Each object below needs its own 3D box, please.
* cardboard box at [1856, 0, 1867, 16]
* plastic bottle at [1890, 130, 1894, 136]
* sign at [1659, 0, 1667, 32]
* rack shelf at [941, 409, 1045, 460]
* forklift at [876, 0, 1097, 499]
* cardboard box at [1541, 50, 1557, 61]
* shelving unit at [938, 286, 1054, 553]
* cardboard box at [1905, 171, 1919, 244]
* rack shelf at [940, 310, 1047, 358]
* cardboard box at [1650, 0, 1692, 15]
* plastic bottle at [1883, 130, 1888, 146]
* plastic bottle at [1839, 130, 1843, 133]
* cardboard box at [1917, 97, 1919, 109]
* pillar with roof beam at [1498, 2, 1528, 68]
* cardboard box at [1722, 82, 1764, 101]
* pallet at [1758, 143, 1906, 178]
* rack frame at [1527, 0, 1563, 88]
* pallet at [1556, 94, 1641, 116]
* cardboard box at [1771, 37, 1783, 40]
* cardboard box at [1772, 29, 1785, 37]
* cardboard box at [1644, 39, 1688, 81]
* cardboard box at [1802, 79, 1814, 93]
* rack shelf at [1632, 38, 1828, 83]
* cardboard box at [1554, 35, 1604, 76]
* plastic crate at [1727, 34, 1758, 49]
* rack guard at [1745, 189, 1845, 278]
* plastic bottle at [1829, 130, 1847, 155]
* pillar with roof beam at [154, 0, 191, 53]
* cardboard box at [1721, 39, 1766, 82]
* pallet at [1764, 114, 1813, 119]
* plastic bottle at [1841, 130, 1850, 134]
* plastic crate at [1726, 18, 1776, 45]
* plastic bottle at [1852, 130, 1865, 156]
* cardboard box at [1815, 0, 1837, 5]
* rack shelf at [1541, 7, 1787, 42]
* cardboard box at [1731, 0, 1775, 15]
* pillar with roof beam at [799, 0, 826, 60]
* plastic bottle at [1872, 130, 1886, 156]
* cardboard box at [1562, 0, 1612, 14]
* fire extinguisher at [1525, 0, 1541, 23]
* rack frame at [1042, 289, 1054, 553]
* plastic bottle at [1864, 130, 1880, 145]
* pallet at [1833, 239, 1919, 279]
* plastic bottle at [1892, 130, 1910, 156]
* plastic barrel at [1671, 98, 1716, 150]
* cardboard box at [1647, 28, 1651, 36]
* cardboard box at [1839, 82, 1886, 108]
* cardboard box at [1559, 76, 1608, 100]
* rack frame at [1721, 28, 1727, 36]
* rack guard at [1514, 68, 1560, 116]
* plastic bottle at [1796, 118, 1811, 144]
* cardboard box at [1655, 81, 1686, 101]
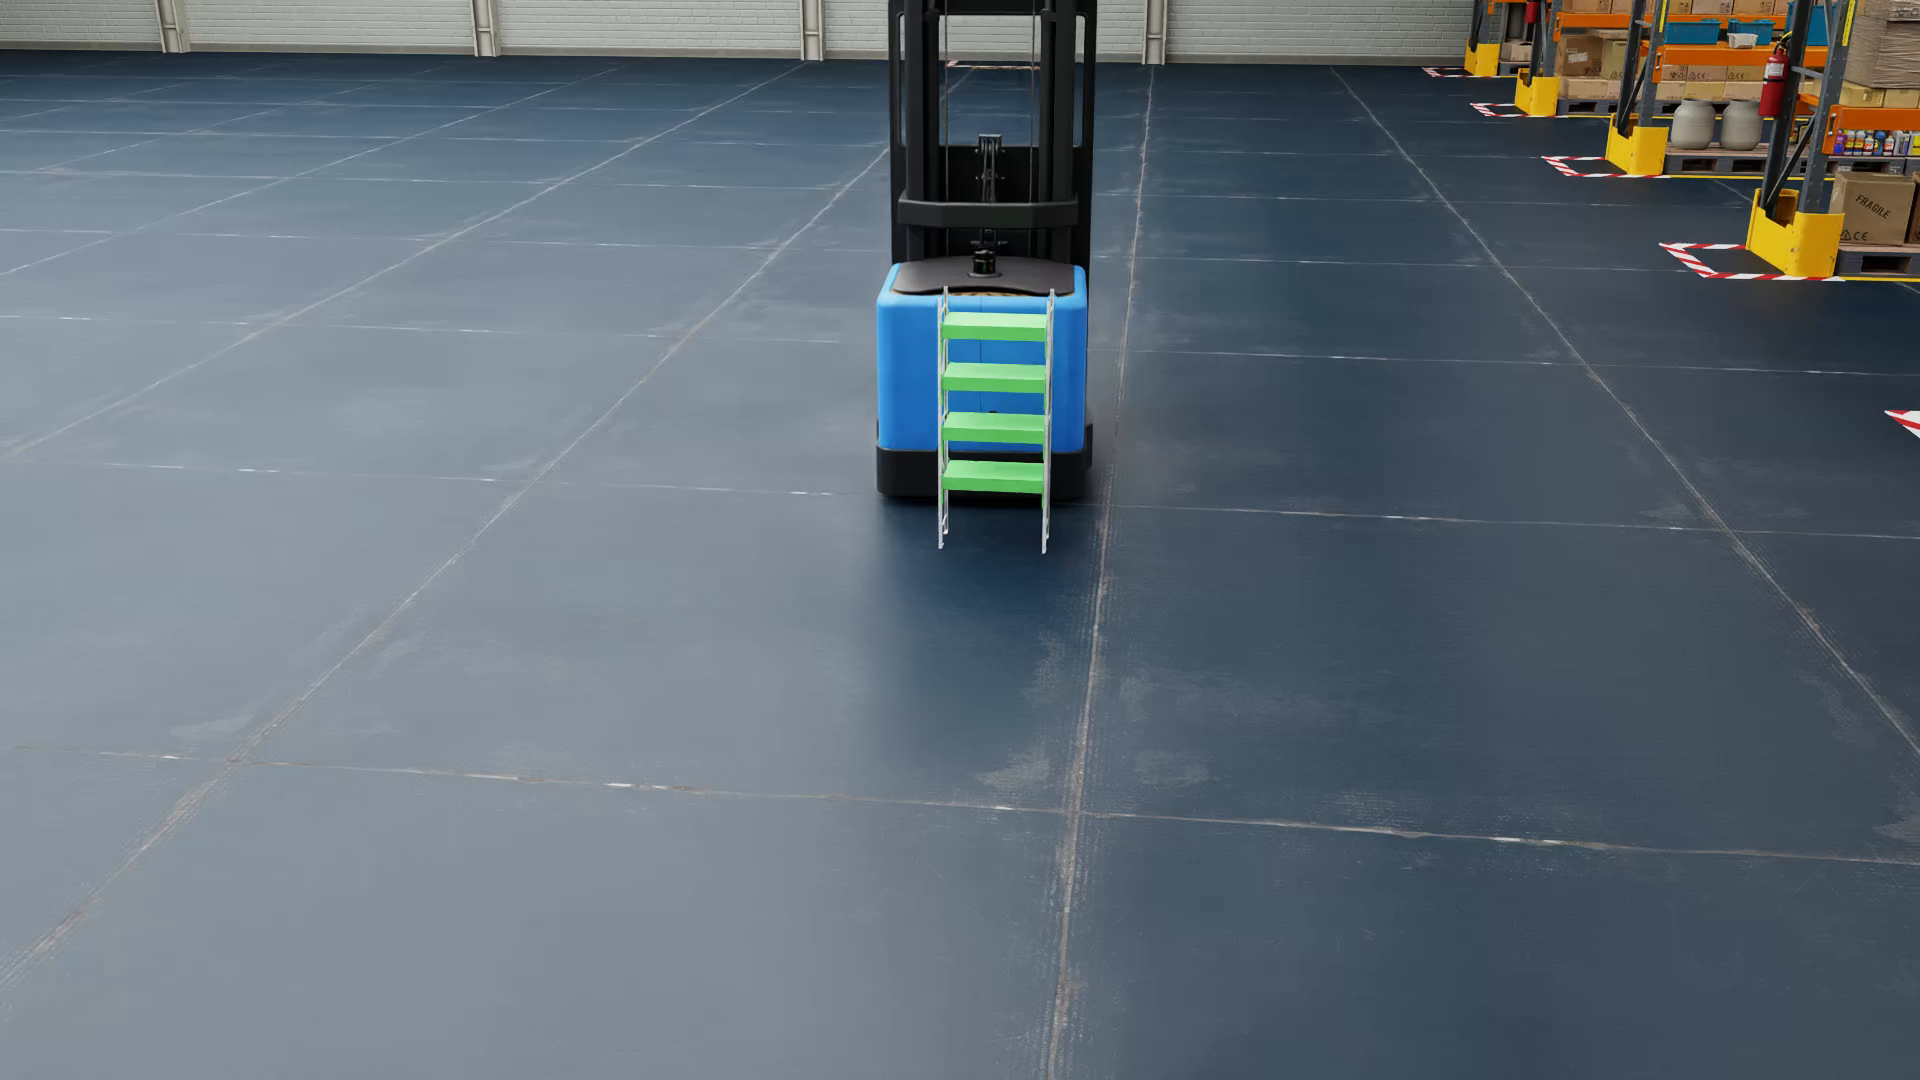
[{"bbox_3d":[7.347,-4.416,13.129,0.500,0.500,0.500,2,22,6],"label":"cardboard box"},{"bbox_3d":[9.993,-4.268,17.753,0.133,0.283,0.061,2,22,6],"label":"plastic bottle"},{"bbox_3d":[7.285,-5.436,17.233,0.005,0.325,0.100,2,22,6],"label":"sign"},{"bbox_3d":[0.164,-0.491,7.725,0.480,0.148,0.258,2,22,6],"label":"rack shelf"},{"bbox_3d":[0.182,-2.064,9.173,1.130,2.935,3.031,1,22,3],"label":"forklift"},{"bbox_3d":[9.763,-7.992,27.133,0.500,0.311,0.500,4,22,11],"label":"cardboard box"},{"bbox_3d":[0.164,-0.551,7.701,0.503,1.200,0.258,2,22,6],"label":"shelving unit"},{"bbox_3d":[7.987,-2.686,13.482,0.500,0.500,0.500,8,23,20],"label":"cardboard box"},{"bbox_3d":[0.164,-0.938,7.548,0.480,0.148,0.258,2,22,6],"label":"rack shelf"},{"bbox_3d":[9.417,-7.293,22.172,0.500,0.500,0.700,3,22,7],"label":"cardboard box"},{"bbox_3d":[10.227,-4.493,18.321,0.133,0.283,0.061,3,22,9],"label":"plastic bottle"},{"bbox_3d":[9.618,-4.418,18.244,0.097,0.201,0.097,0,22,0],"label":"plastic bottle"},{"bbox_3d":[7.519,-3.449,12.926,0.250,0.149,0.380,2,22,6],"label":"cardboard box"},{"bbox_3d":[8.810,-10.629,22.584,0.400,9.000,9.100,2,22,6],"label":"pillar with roof beam"},{"bbox_3d":[10.433,-6.041,22.310,0.500,0.250,0.500,2,22,6],"label":"cardboard box"},{"bbox_3d":[9.449,-4.134,18.110,1.213,0.211,1.003,2,22,6],"label":"pallet"},{"bbox_3d":[7.941,-7.316,22.366,0.127,3.000,1.000,2,22,6],"label":"rack frame"},{"bbox_3d":[8.705,-6.002,22.833,1.213,0.211,1.003,2,22,6],"label":"pallet"},{"bbox_3d":[10.992,-6.562,22.606,0.500,0.500,0.500,2,22,6],"label":"cardboard box"},{"bbox_3d":[13.225,-7.968,26.816,0.500,0.500,0.700,3,22,8],"label":"cardboard box"},{"bbox_3d":[9.442,-6.439,22.296,0.500,0.500,0.500,2,22,6],"label":"cardboard box"},{"bbox_3d":[11.427,-6.000,22.205,0.500,0.250,0.500,2,22,6],"label":"cardboard box"},{"bbox_3d":[9.340,-5.087,17.705,4.000,0.370,1.077,2,22,6],"label":"rack shelf"},{"bbox_3d":[8.508,-6.667,22.872,0.500,0.500,0.500,2,22,6],"label":"cardboard box"},{"bbox_3d":[8.205,-5.229,17.445,0.250,0.136,0.298,2,22,6],"label":"plastic crate"},{"bbox_3d":[6.847,-2.534,13.669,0.348,0.500,1.175,2,22,6],"label":"rack guard"},{"bbox_3d":[9.341,-4.241,17.682,0.133,0.283,0.061,3,22,7],"label":"plastic bottle"},{"bbox_3d":[-15.023,-11.667,25.211,0.400,9.000,9.100,2,22,6],"label":"pillar with roof beam"},{"bbox_3d":[10.435,-6.395,22.184,0.500,0.500,0.500,2,22,6],"label":"cardboard box"},{"bbox_3d":[11.128,-5.896,22.566,1.213,0.211,1.003,2,22,6],"label":"pallet"},{"bbox_3d":[9.779,-4.528,18.319,0.185,0.351,0.144,3,22,9],"label":"plastic bottle"},{"bbox_3d":[8.531,-5.496,17.964,0.408,0.251,0.499,2,22,6],"label":"plastic crate"},{"bbox_3d":[9.558,-4.232,17.678,0.097,0.271,0.097,0,22,0],"label":"plastic bottle"},{"bbox_3d":[11.472,-7.206,21.952,0.500,0.500,0.700,2,22,5],"label":"cardboard box"},{"bbox_3d":[9.927,-6.895,22.279,4.000,0.370,1.077,2,22,6],"label":"rack shelf"},{"bbox_3d":[10.449,-7.250,22.062,0.500,0.500,0.700,3,22,7],"label":"cardboard box"},{"bbox_3d":[-3.106,-11.148,23.898,0.400,9.000,9.100,2,22,6],"label":"pillar with roof beam"},{"bbox_3d":[9.759,-4.223,17.655,0.097,0.271,0.097,0,22,0],"label":"plastic bottle"},{"bbox_3d":[8.403,-7.338,22.284,0.500,0.500,0.700,3,22,6],"label":"cardboard box"},{"bbox_3d":[7.878,-7.455,22.822,0.183,0.674,0.296,2,22,6],"label":"fire extinguisher"},{"bbox_3d":[0.407,-0.540,7.674,0.015,1.200,0.240,2,22,6],"label":"rack frame"},{"bbox_3d":[9.972,-4.431,18.173,0.135,0.276,0.152,2,22,6],"label":"plastic bottle"},{"bbox_3d":[7.649,-2.351,13.600,1.213,0.211,1.003,2,22,6],"label":"pallet"},{"bbox_3d":[9.981,-4.226,17.656,0.135,0.276,0.152,3,22,7],"label":"plastic bottle"},{"bbox_3d":[8.017,-4.546,18.170,0.421,0.512,0.421,0,22,0],"label":"plastic barrel"},{"bbox_3d":[11.457,-8.024,26.958,0.500,0.500,0.500,1,22,2],"label":"cardboard box"},{"bbox_3d":[7.026,-3.483,13.012,0.250,0.149,0.380,2,22,6],"label":"cardboard box"},{"bbox_3d":[8.447,-6.128,22.530,0.500,0.250,0.500,2,22,6],"label":"cardboard box"},{"bbox_3d":[12.492,-8.952,26.503,0.127,3.000,1.000,2,22,6],"label":"rack frame"},{"bbox_3d":[7.917,-6.155,22.828,0.348,0.500,1.175,2,22,6],"label":"rack guard"},{"bbox_3d":[9.348,-4.531,18.418,0.133,0.283,0.061,3,22,8],"label":"plastic bottle"},{"bbox_3d":[9.441,-6.086,22.423,0.500,0.250,0.500,2,22,6],"label":"cardboard box"}]
